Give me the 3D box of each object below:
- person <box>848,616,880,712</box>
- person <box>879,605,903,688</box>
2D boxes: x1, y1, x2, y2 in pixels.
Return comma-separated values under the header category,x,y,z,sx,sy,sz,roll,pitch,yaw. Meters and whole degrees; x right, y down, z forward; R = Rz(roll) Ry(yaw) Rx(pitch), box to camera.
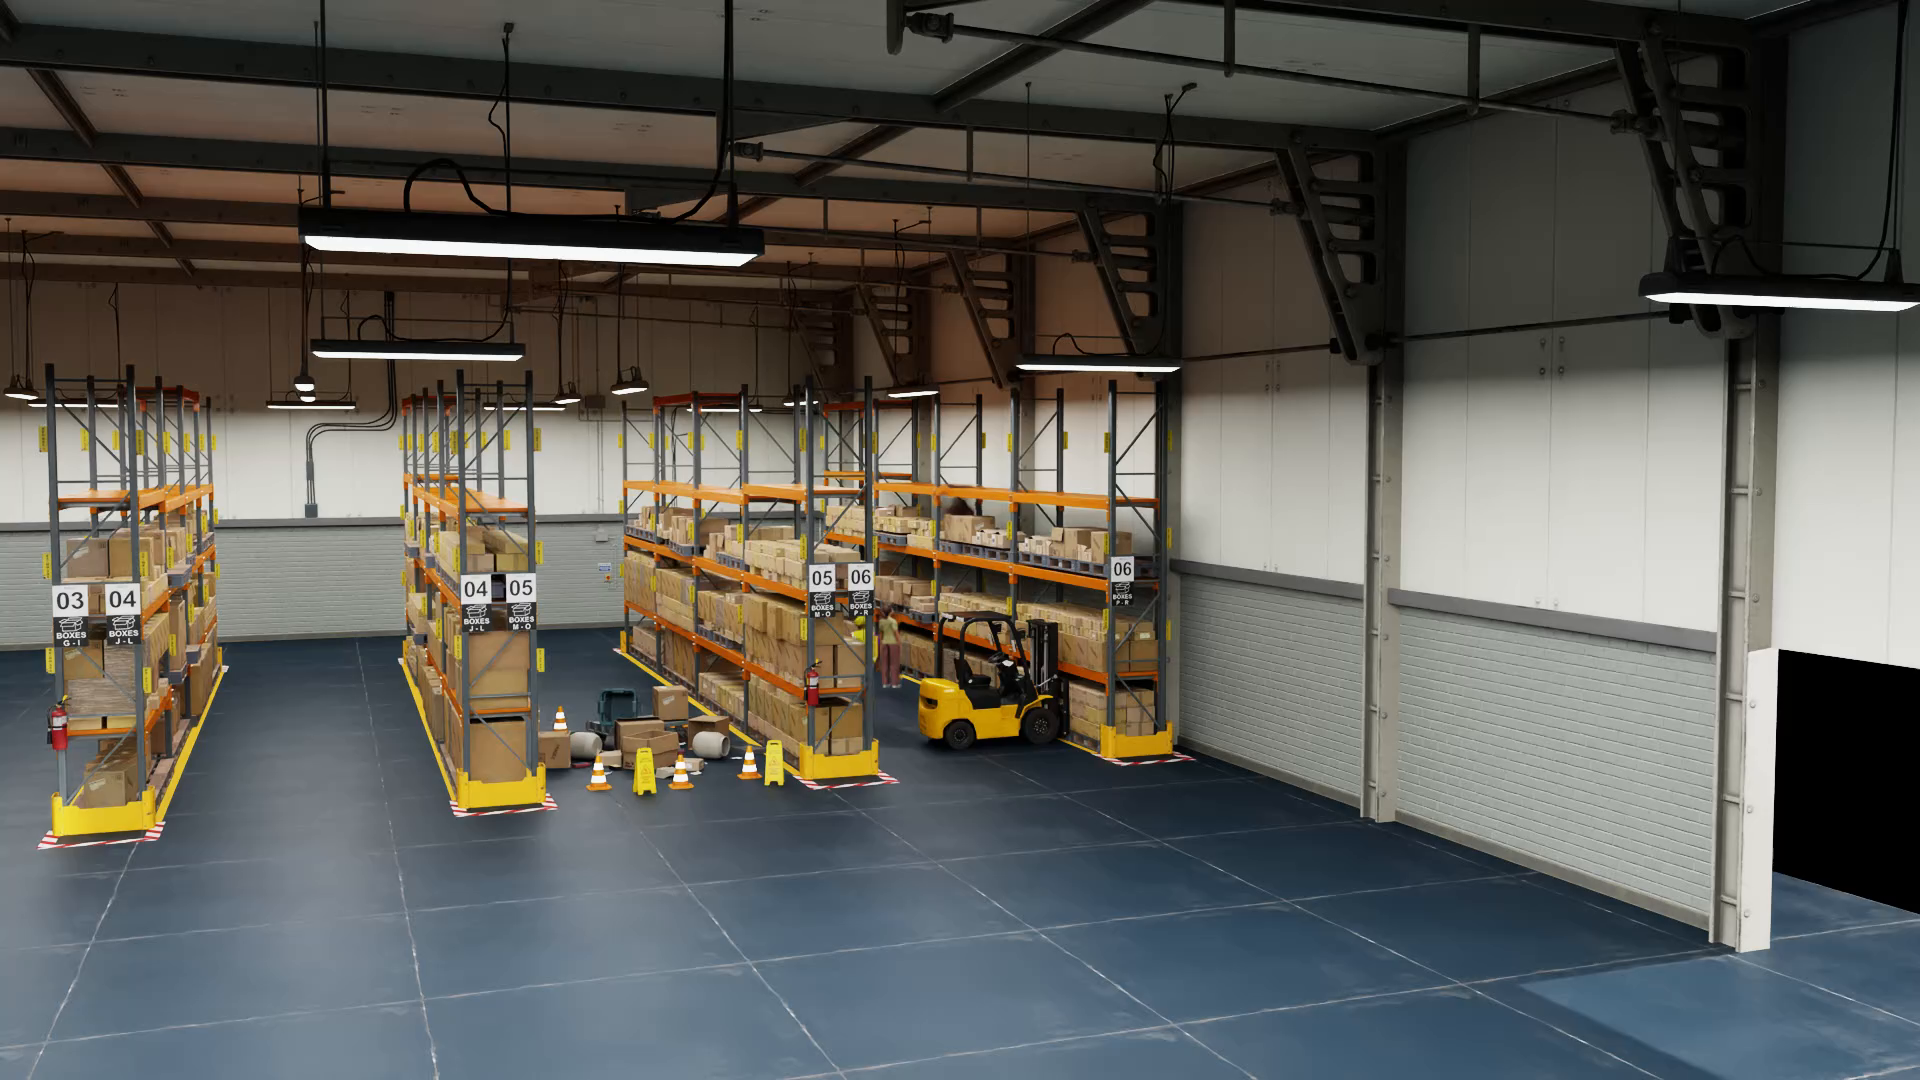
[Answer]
category,x,y,z,sx,sy,sz,roll,pitch,yaw
person,-1.781,2.247,30.180,0.561,1.778,0.764,-1,4,-21
person,-1.366,2.110,32.992,0.543,1.673,0.383,2,4,33
